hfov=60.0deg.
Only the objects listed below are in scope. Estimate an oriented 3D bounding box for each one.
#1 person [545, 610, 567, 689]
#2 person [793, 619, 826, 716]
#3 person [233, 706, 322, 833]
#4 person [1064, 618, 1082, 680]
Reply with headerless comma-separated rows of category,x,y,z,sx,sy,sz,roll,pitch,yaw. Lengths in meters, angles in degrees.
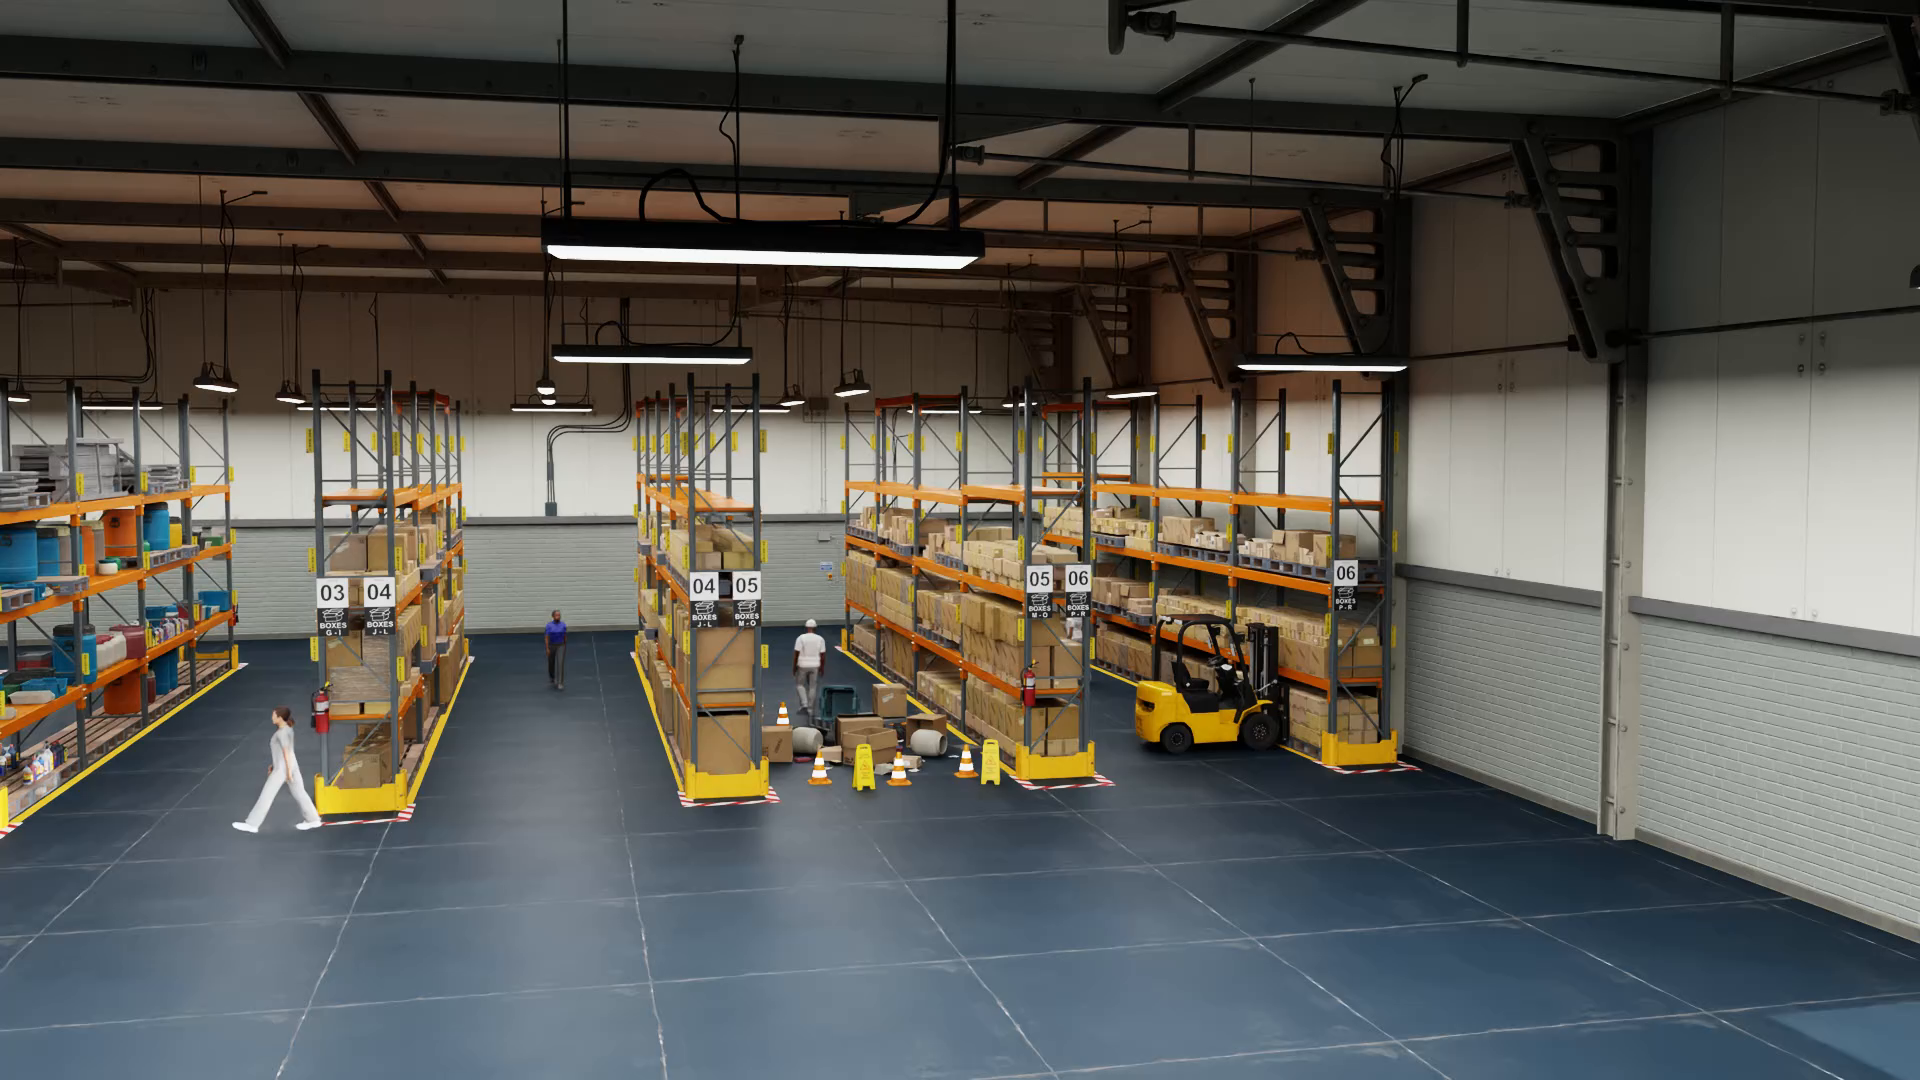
person,-8.276,2.216,34.057,0.431,1.594,1.045,-1,3,-13
person,-2.773,2.344,30.598,0.611,1.761,0.478,-1,3,-12
person,-8.775,2.937,21.399,1.022,1.612,0.484,0,3,-4
person,2.423,2.128,35.233,0.411,1.681,0.496,3,4,39
